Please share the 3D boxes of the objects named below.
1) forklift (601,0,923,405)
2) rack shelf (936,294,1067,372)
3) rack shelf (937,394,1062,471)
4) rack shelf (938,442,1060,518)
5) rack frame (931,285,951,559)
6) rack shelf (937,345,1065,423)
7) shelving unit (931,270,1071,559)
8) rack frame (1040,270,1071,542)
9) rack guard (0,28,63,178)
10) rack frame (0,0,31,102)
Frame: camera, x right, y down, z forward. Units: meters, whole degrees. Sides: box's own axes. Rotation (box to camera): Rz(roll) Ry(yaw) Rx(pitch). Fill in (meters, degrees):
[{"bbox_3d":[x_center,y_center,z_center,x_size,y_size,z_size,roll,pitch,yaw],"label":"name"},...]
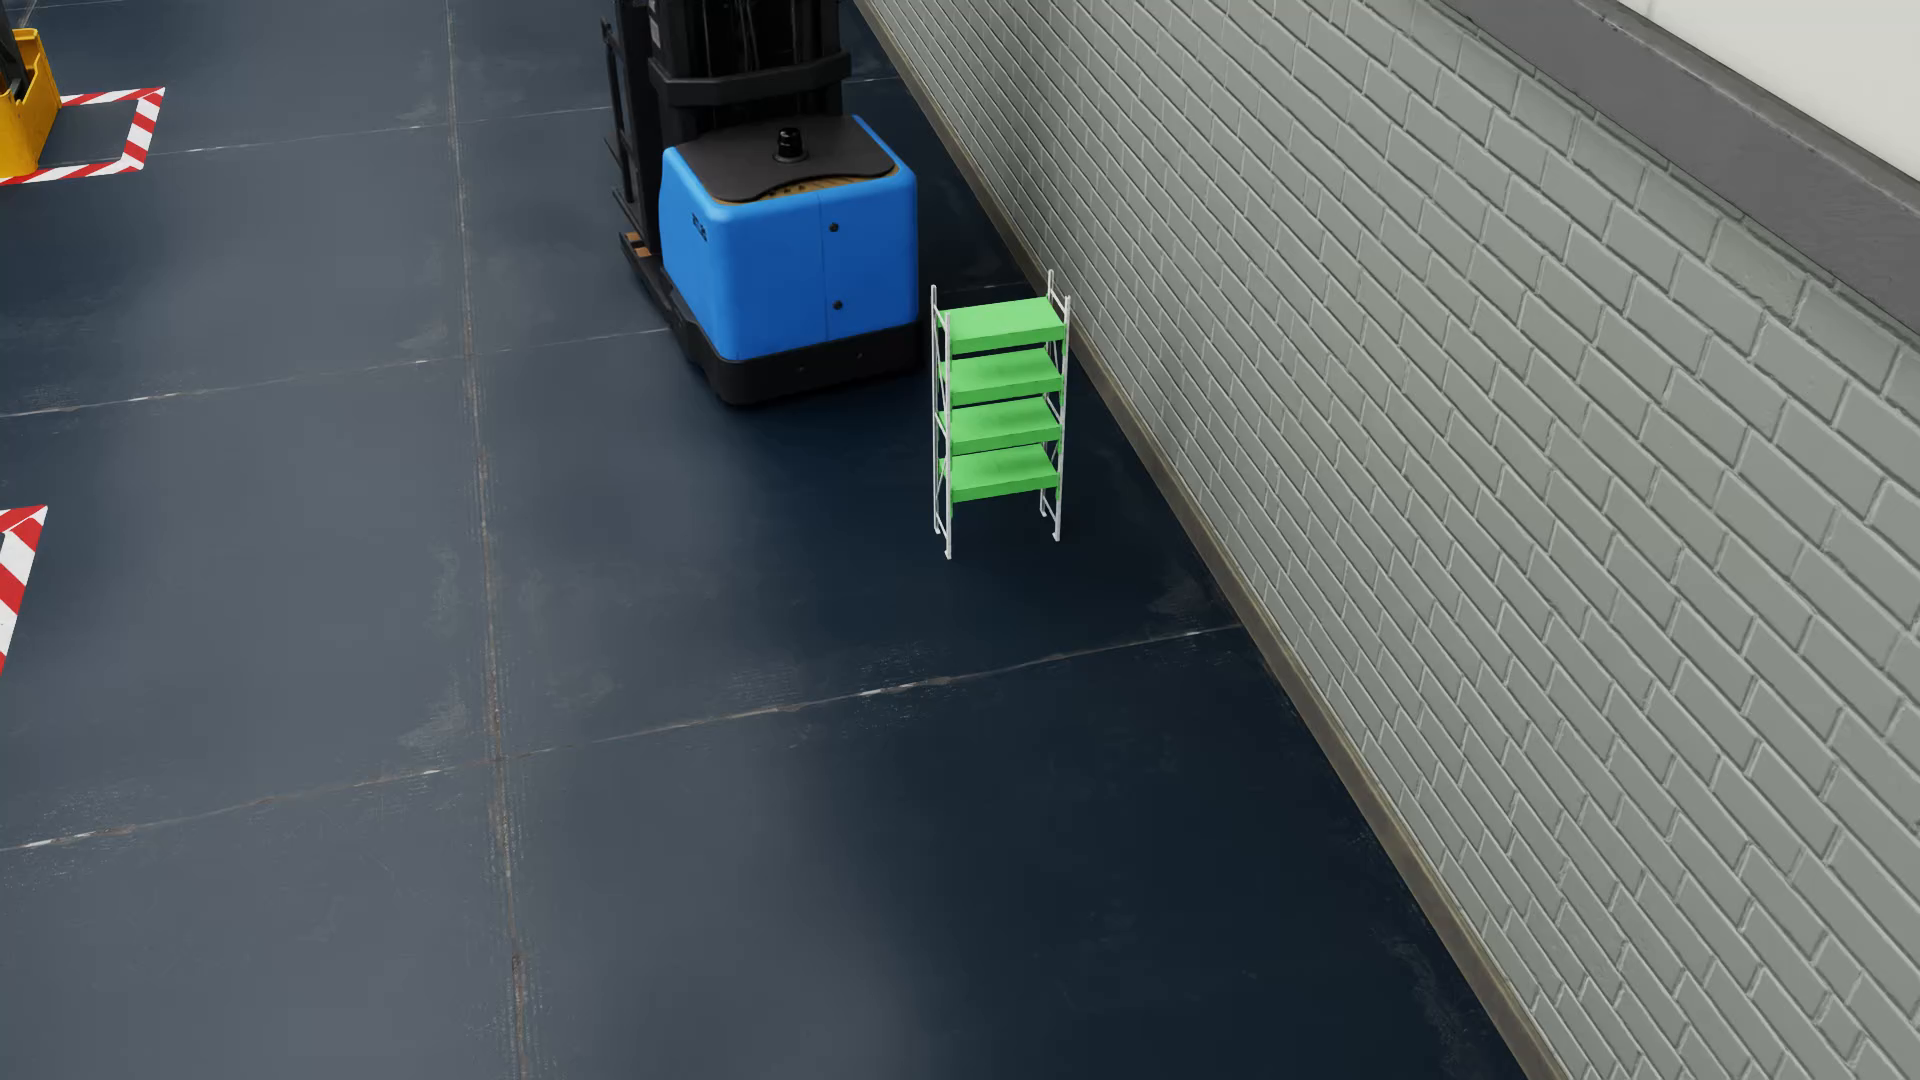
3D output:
[{"bbox_3d":[-1.244,-2.703,8.372,1.130,2.935,3.031,-15,40,-19],"label":"forklift"},{"bbox_3d":[0.160,-0.833,6.667,0.480,0.148,0.258,-9,38,-12],"label":"rack shelf"},{"bbox_3d":[0.160,-0.452,6.959,0.480,0.148,0.258,-9,38,-12],"label":"rack shelf"},{"bbox_3d":[0.160,-0.261,7.104,0.480,0.148,0.258,-9,38,-12],"label":"rack shelf"},{"bbox_3d":[-0.076,-0.464,6.869,0.015,1.200,0.240,-9,38,-12],"label":"rack frame"},{"bbox_3d":[0.160,-0.643,6.813,0.480,0.148,0.258,-9,38,-12],"label":"rack shelf"},{"bbox_3d":[0.160,-0.503,6.920,0.503,1.200,0.258,-9,38,-12],"label":"shelving unit"},{"bbox_3d":[0.395,-0.541,6.970,0.015,1.200,0.240,-9,38,-12],"label":"rack frame"},{"bbox_3d":[-5.977,-2.749,10.432,0.348,0.500,1.175,-9,38,-12],"label":"rack guard"},{"bbox_3d":[-6.000,-3.738,9.667,0.127,3.000,1.000,-9,38,-12],"label":"rack frame"}]
